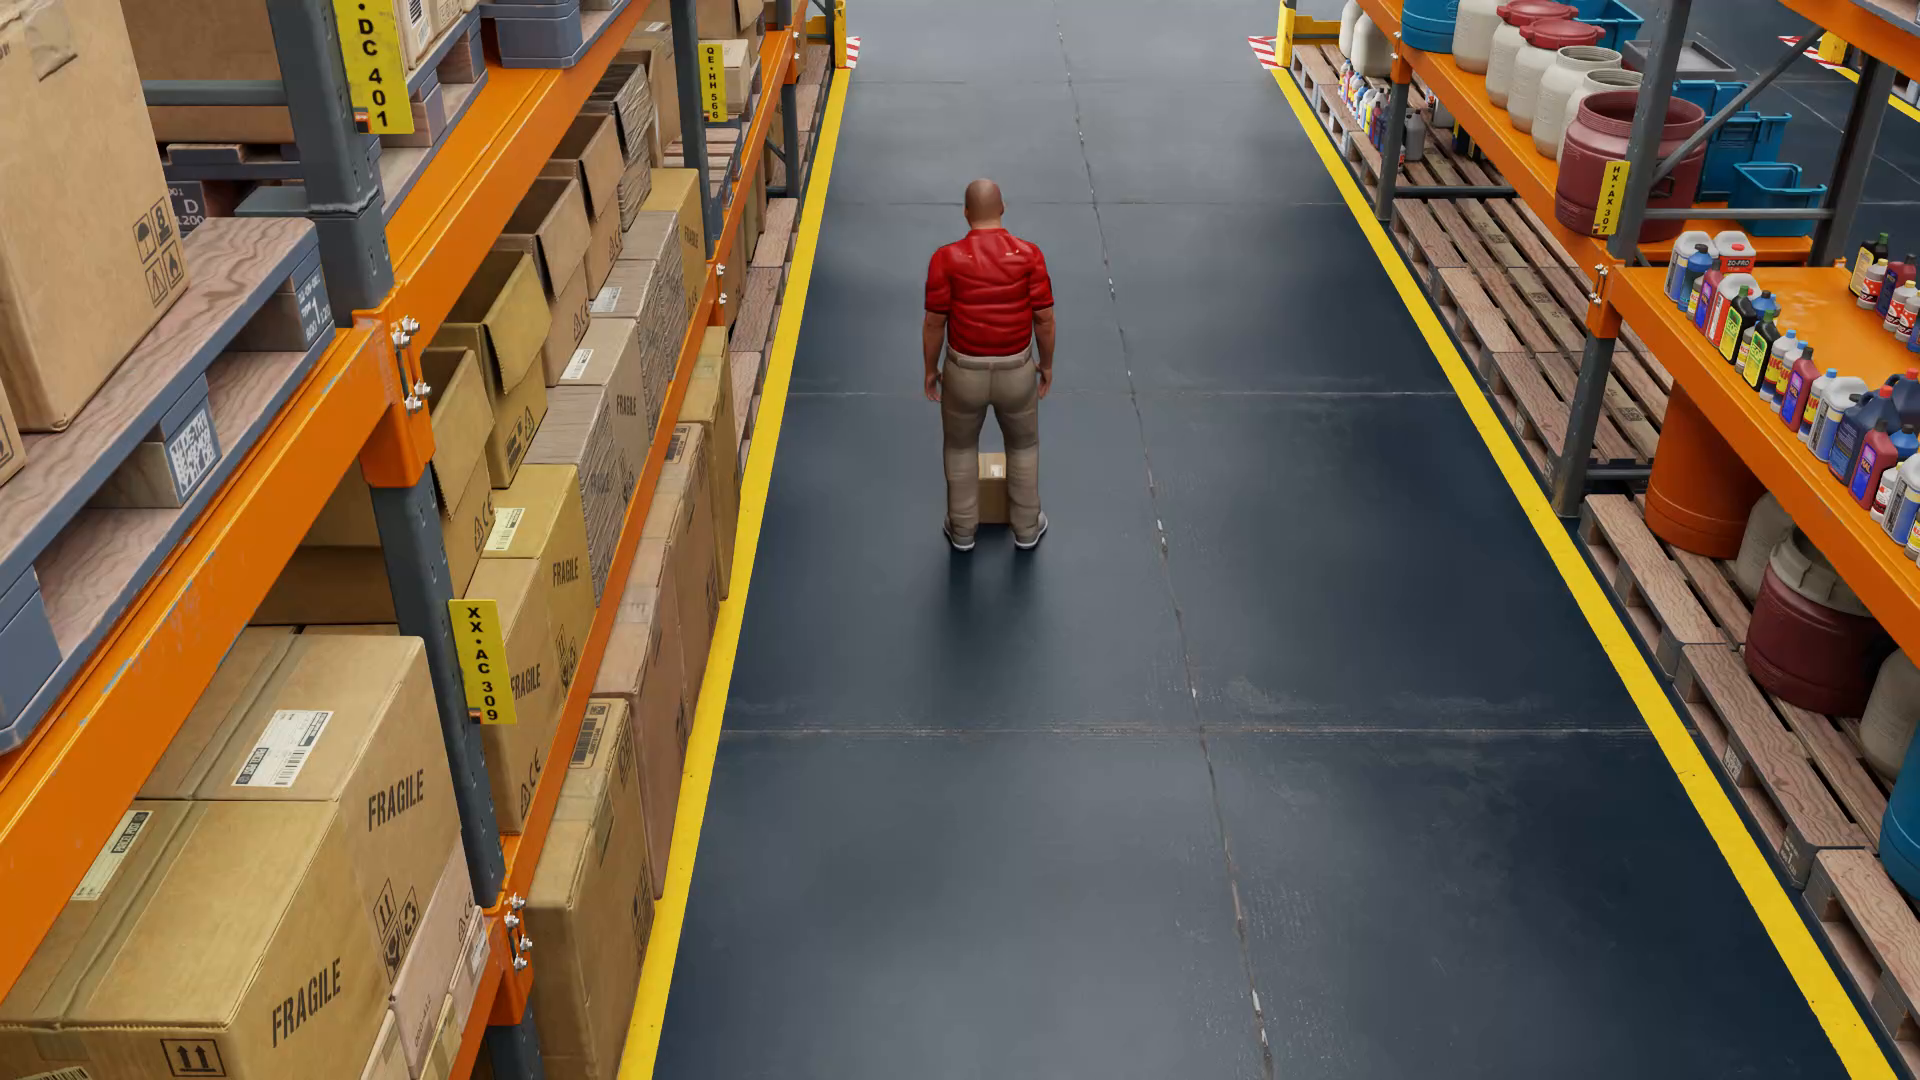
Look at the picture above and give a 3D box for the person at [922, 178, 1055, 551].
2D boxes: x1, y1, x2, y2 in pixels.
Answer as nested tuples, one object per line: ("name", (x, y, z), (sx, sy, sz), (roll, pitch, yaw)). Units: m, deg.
("person", (0.127, -0.746, 7.374), (0.588, 1.725, 0.392), (-1, 31, -2))
